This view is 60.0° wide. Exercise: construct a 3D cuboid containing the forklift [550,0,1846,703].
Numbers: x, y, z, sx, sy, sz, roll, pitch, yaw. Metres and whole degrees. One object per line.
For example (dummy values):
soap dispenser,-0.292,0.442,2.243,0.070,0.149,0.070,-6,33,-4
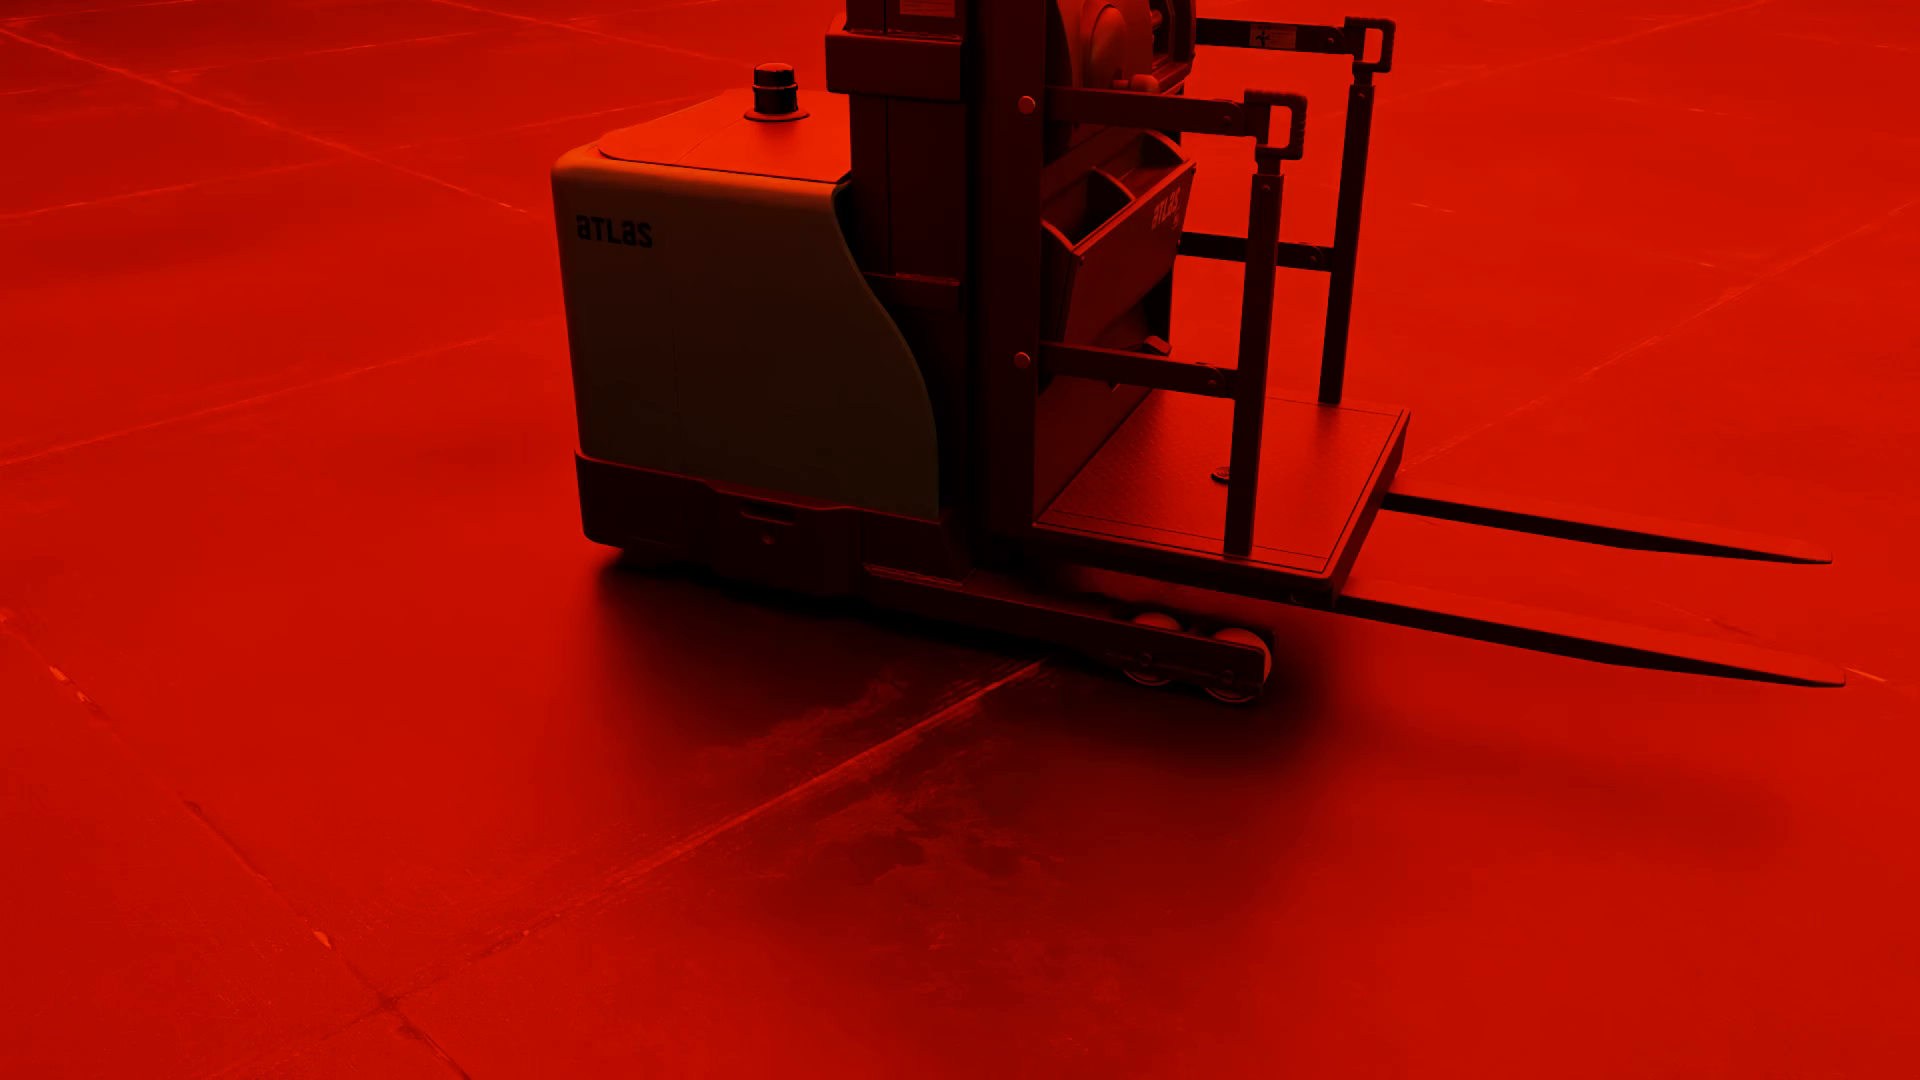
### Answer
forklift,0.560,-1.212,3.684,3.031,2.935,1.130,11,28,20
